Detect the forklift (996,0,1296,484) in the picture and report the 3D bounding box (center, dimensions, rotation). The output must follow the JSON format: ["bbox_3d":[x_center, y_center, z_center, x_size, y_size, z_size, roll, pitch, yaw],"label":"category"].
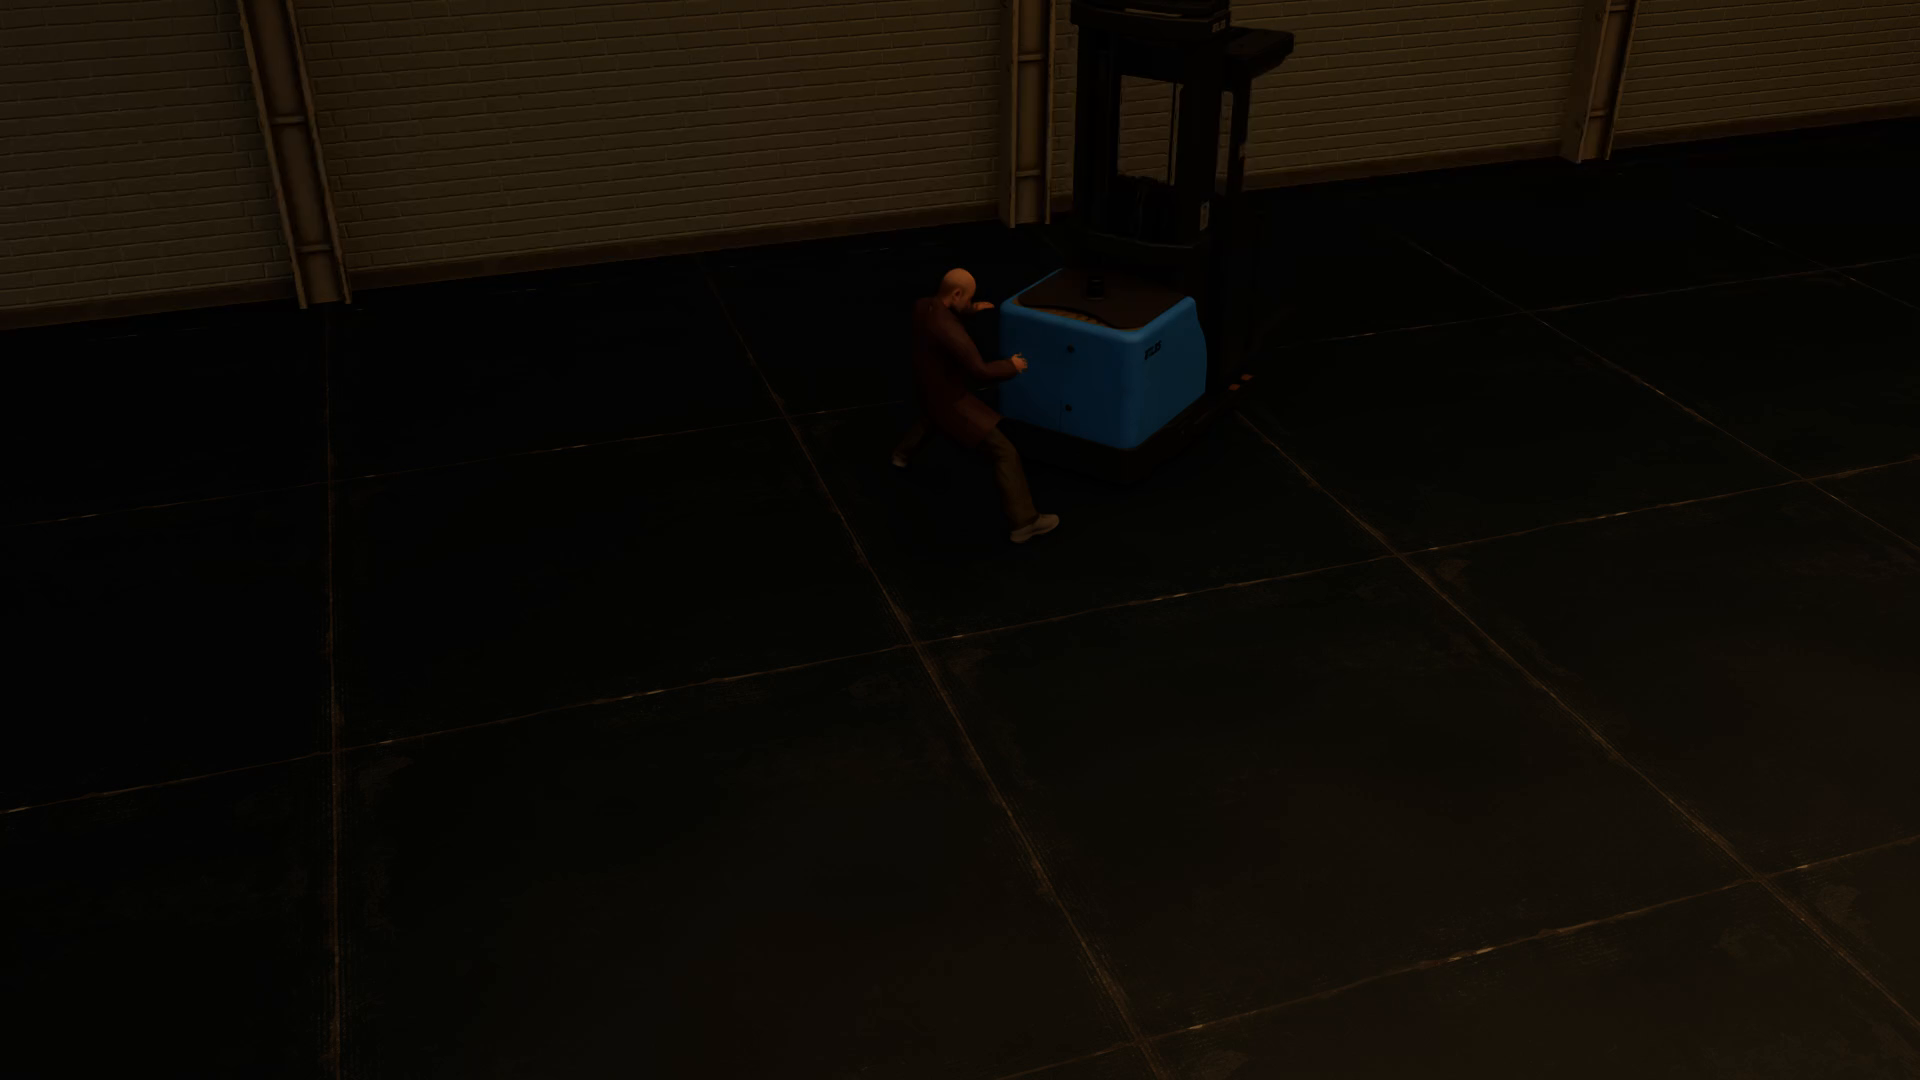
[{"bbox_3d":[1.458,-2.314,11.110,1.130,2.935,3.031,18,34,28],"label":"forklift"}]

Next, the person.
[{"bbox_3d":[0.057,-0.945,10.123,0.767,1.540,1.343,-11,32,-18],"label":"person"}]
